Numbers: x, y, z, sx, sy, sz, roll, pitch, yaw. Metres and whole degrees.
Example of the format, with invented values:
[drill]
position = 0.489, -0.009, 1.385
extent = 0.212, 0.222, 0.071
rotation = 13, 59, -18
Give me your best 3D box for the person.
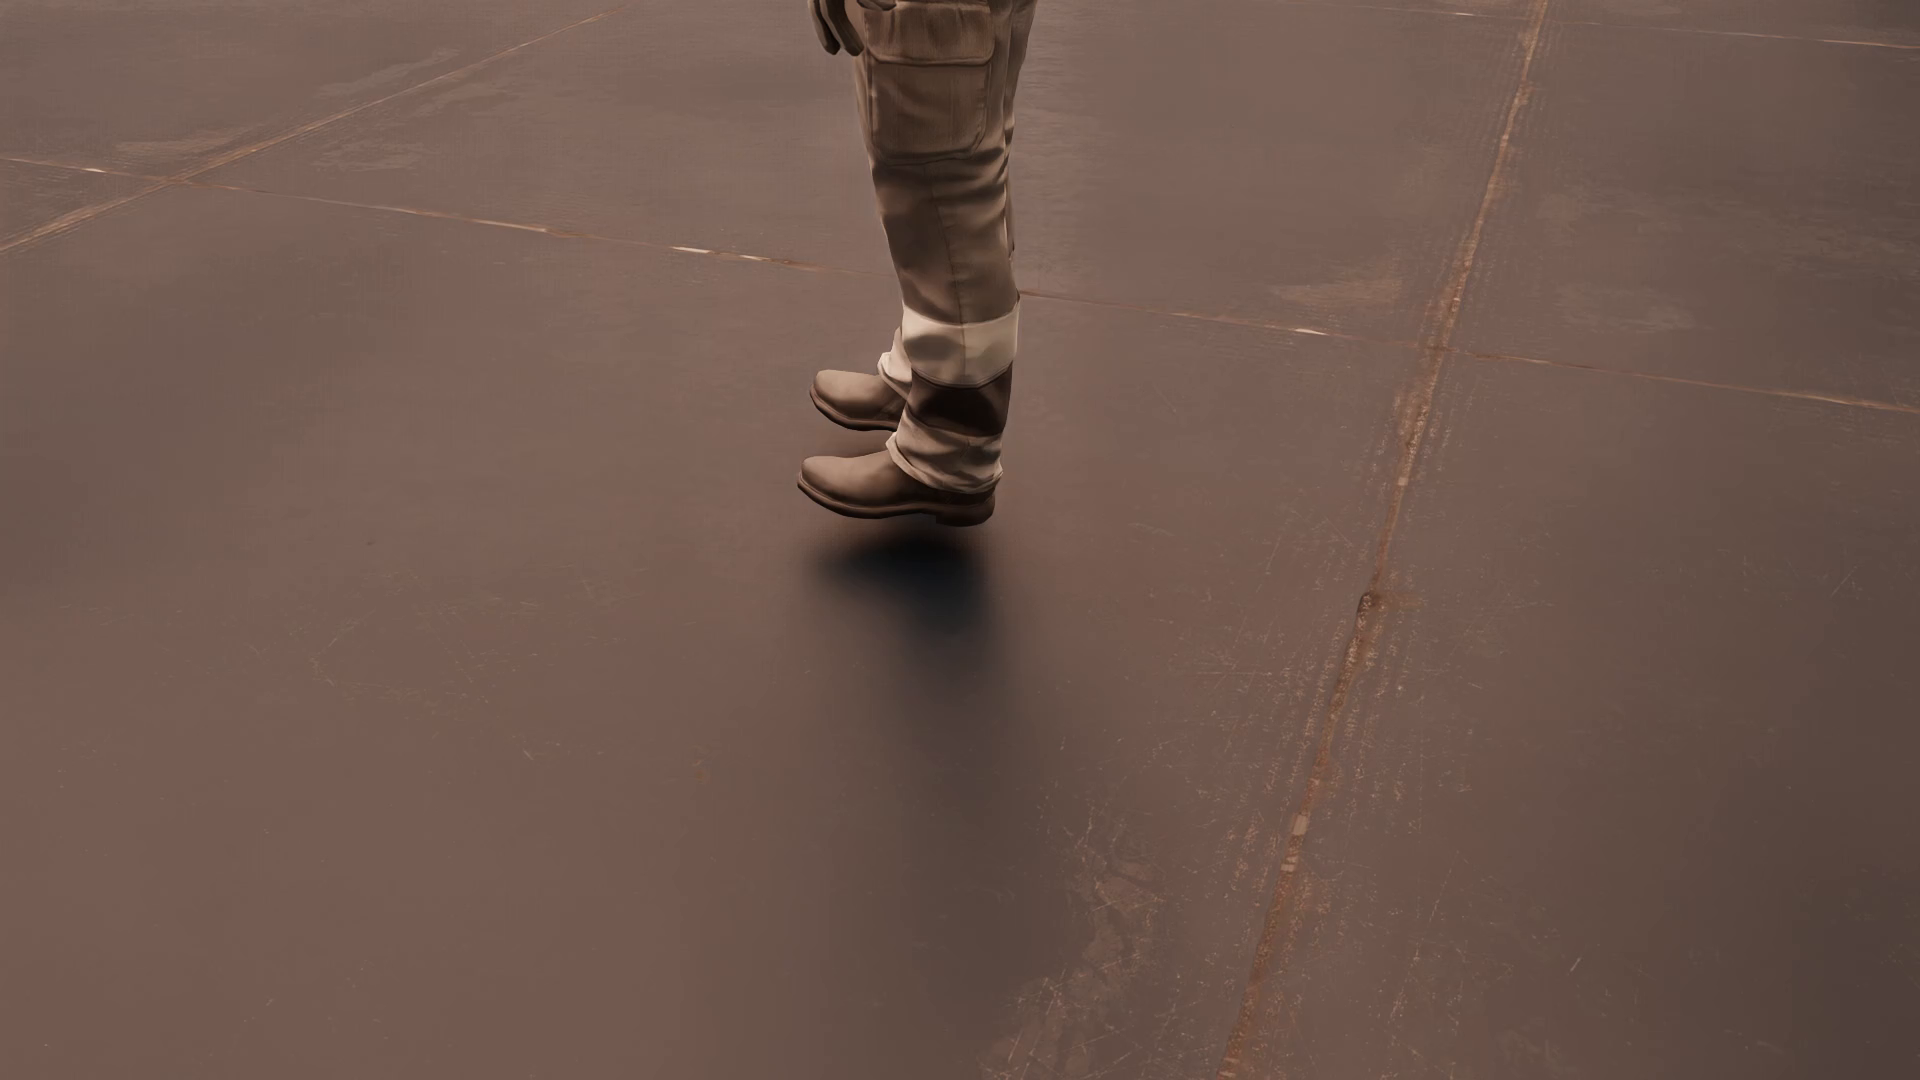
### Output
[person]
position = -0.070, -0.839, 2.070
extent = 0.564, 1.787, 0.637
rotation = 10, 31, 18
